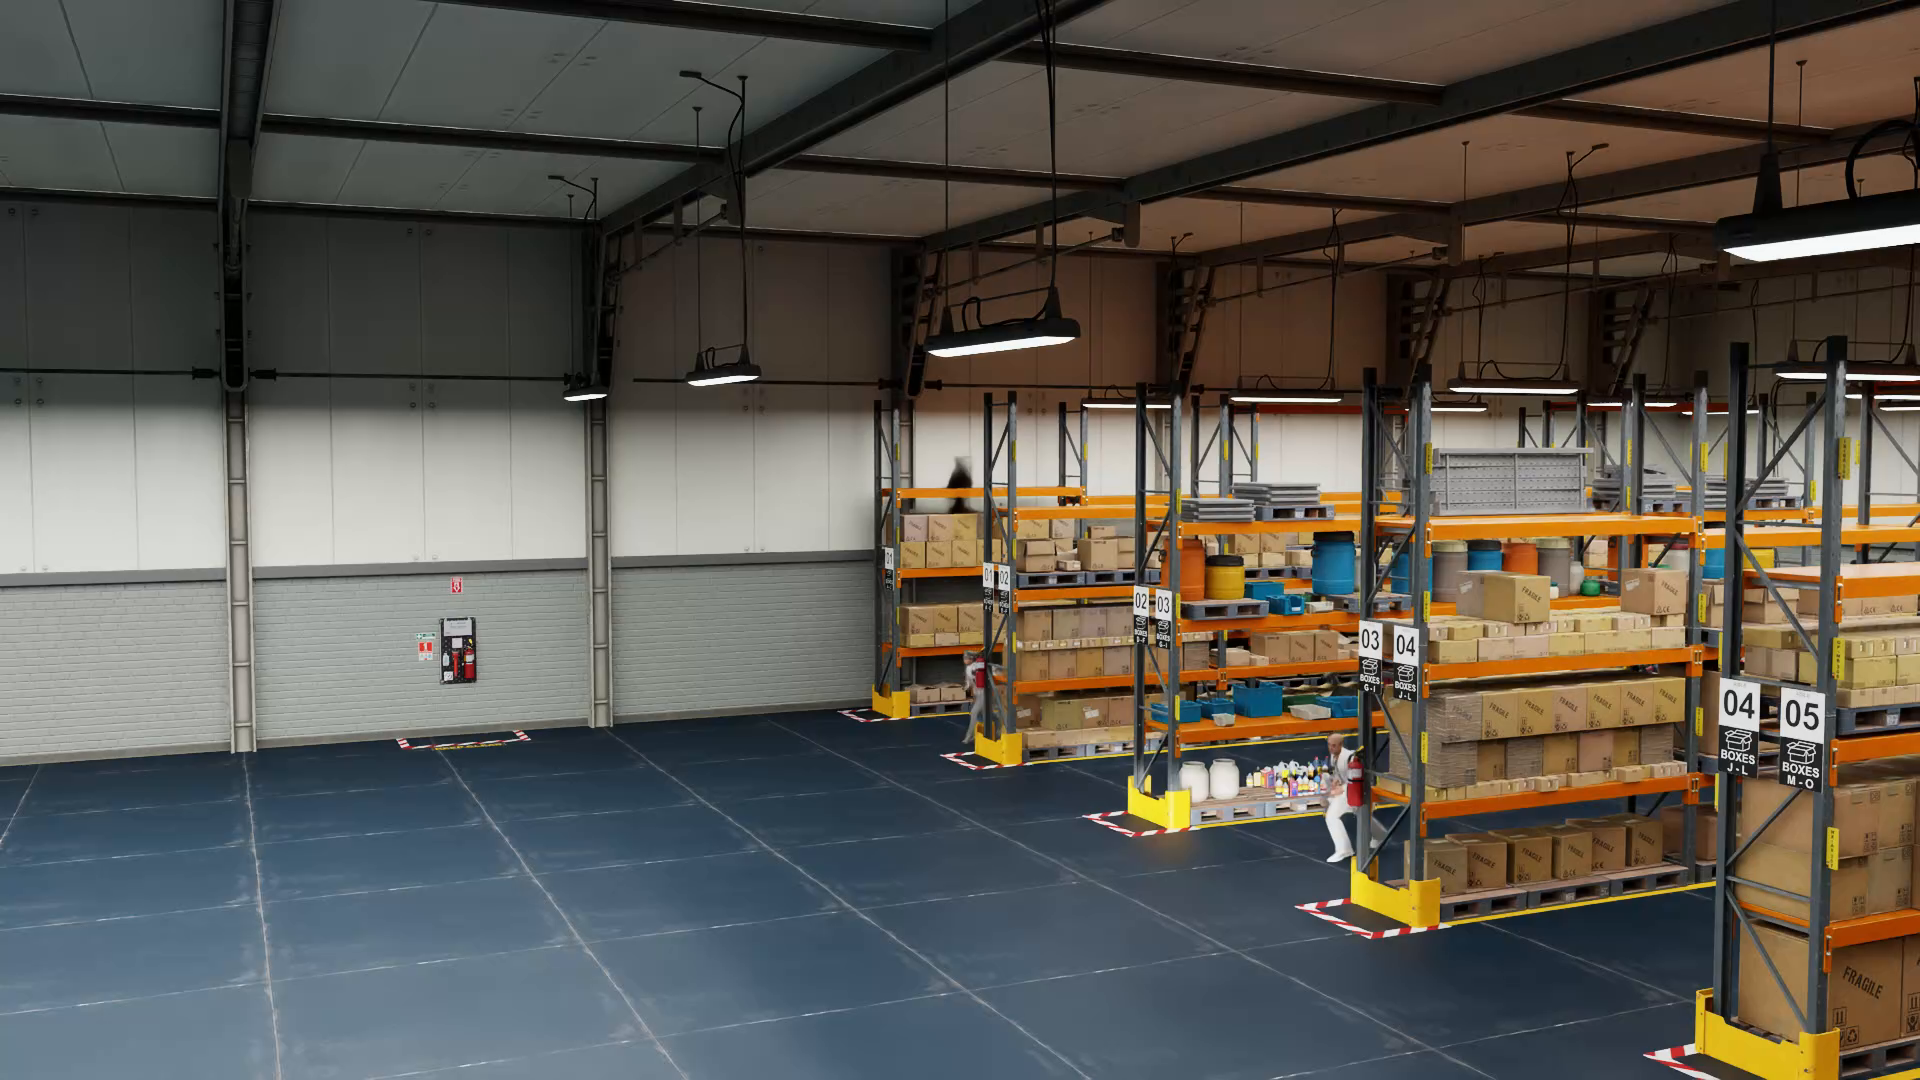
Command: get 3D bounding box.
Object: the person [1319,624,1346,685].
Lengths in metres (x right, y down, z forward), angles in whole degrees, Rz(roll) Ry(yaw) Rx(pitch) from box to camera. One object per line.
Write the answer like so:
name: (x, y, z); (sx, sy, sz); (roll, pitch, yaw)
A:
person: (7.346, 2.372, 33.050); (0.962, 1.724, 0.589); (-2, 4, -37)

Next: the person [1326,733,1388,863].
person: (4.978, 3.159, 20.653); (1.118, 1.618, 0.707); (-2, 4, -31)

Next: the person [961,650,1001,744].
person: (0.448, 2.702, 28.839); (0.983, 1.640, 0.659); (-3, 4, -38)
